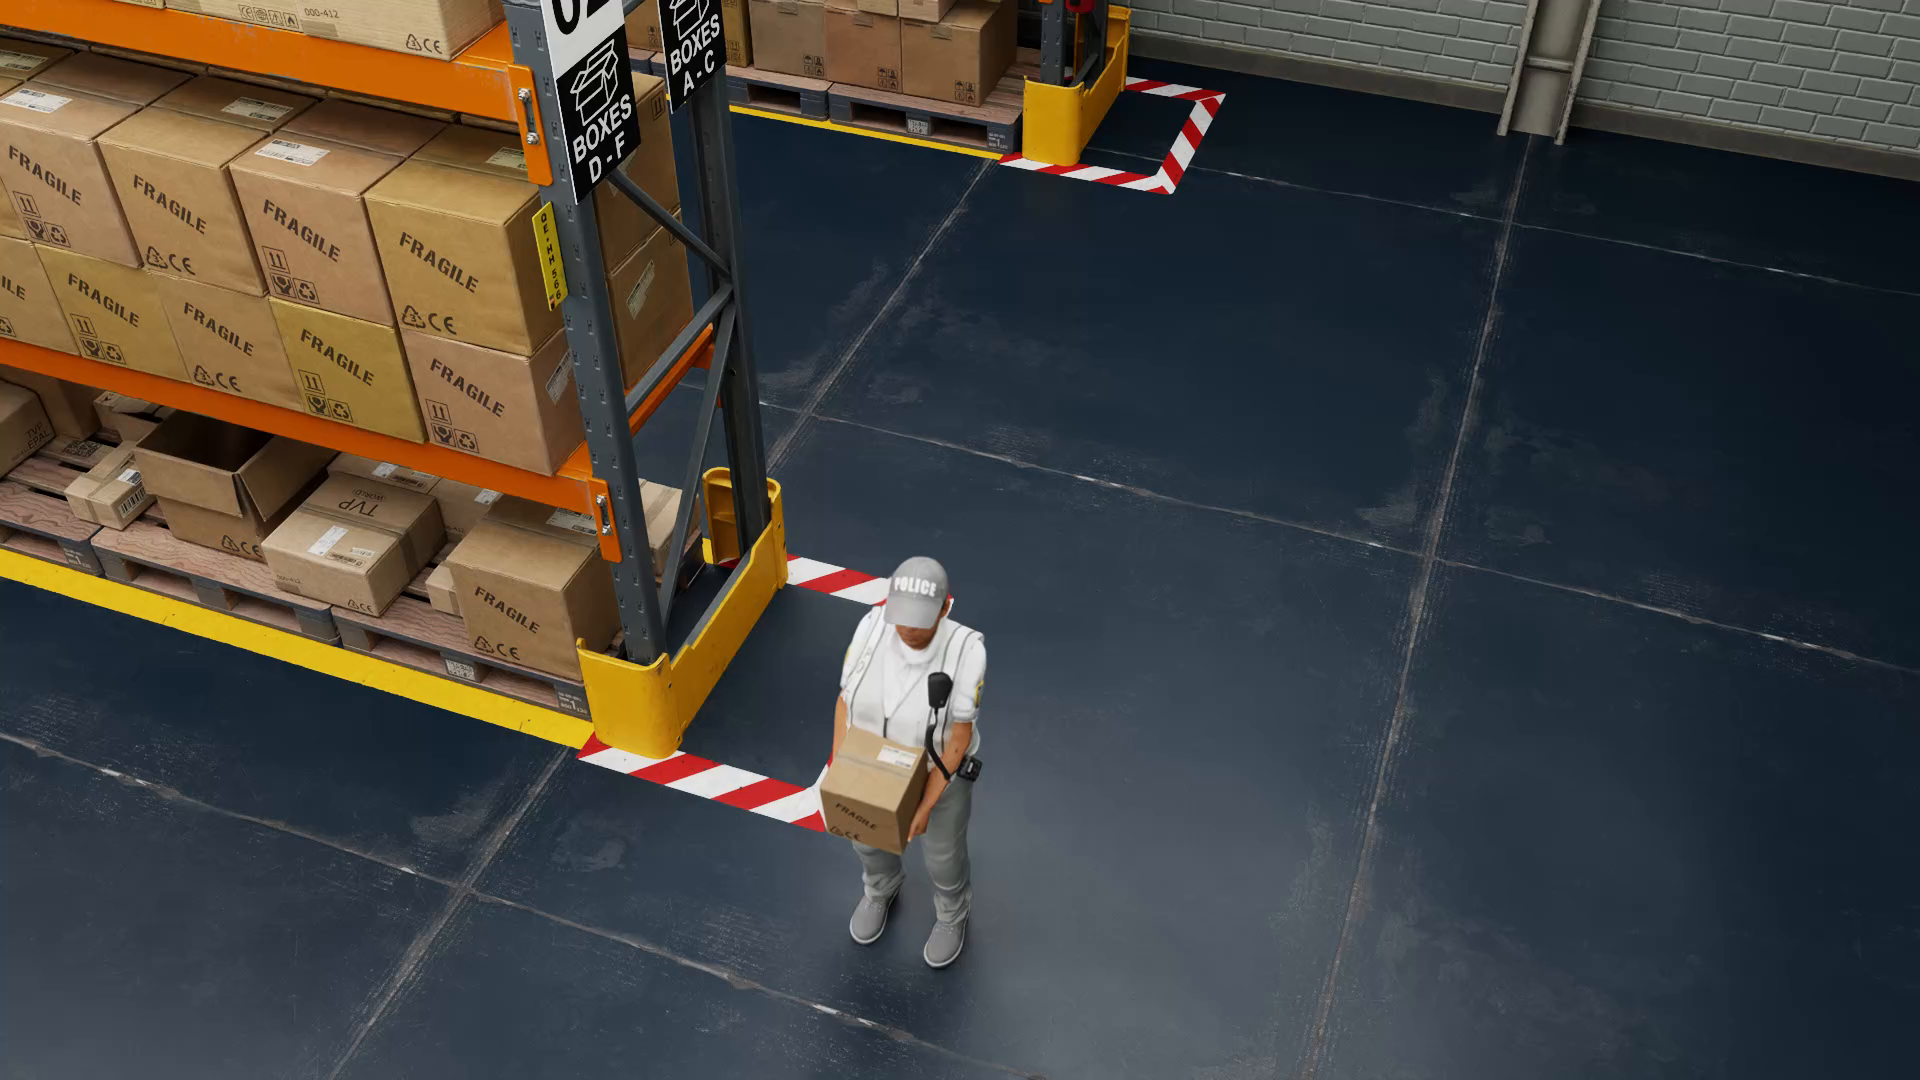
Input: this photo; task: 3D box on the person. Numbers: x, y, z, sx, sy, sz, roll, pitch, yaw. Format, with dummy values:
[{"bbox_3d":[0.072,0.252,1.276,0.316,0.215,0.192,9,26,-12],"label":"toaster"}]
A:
[{"bbox_3d":[-0.178,0.765,5.308,0.454,1.655,0.535,14,44,16],"label":"person"}]
